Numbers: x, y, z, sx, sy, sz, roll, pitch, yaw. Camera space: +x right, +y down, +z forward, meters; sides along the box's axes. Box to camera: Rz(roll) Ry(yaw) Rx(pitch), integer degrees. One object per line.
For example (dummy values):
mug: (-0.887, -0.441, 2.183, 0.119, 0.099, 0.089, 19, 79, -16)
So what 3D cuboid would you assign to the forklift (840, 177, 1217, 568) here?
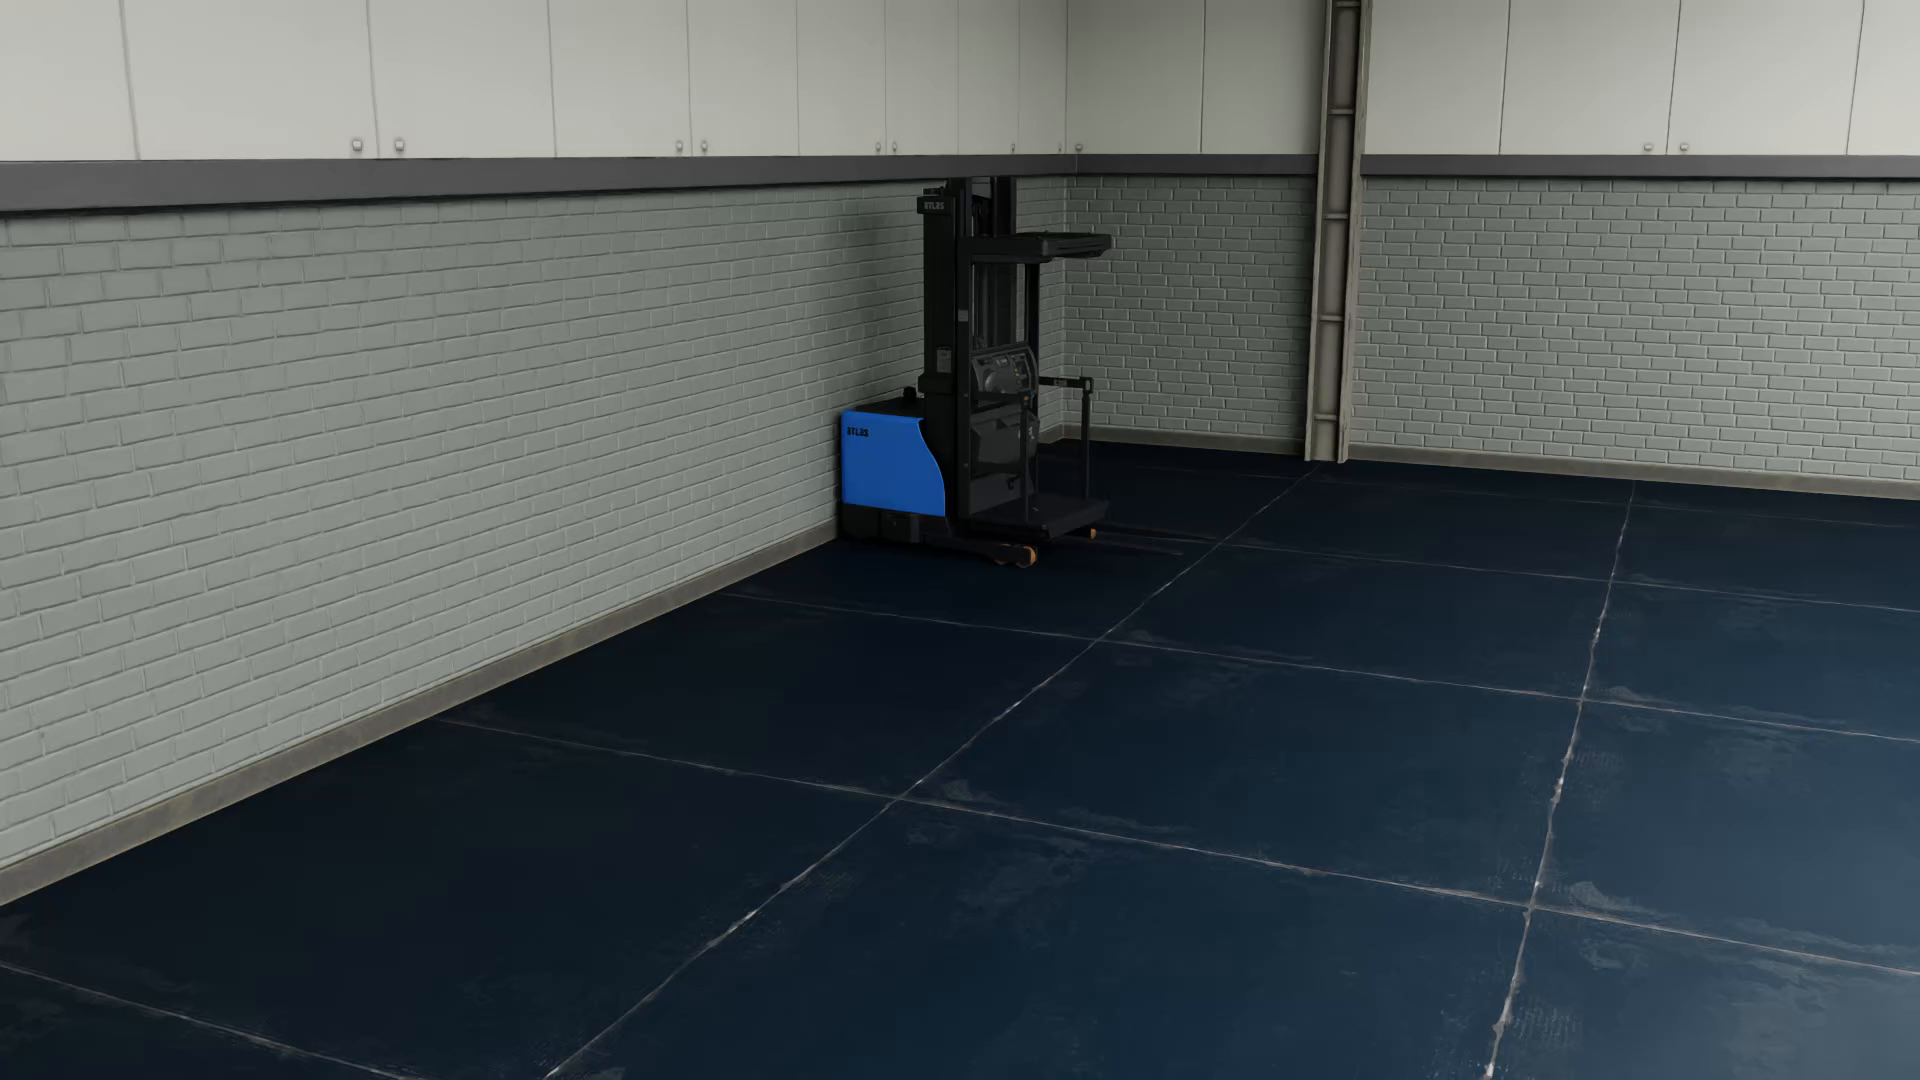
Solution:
forklift: (0.530, -1.351, 13.095, 3.031, 2.935, 1.130, 8, 16, 31)

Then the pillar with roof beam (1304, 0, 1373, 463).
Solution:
pillar with roof beam: (2.073, -4.322, 12.475, 0.400, 9.000, 9.100, 6, 14, 23)
